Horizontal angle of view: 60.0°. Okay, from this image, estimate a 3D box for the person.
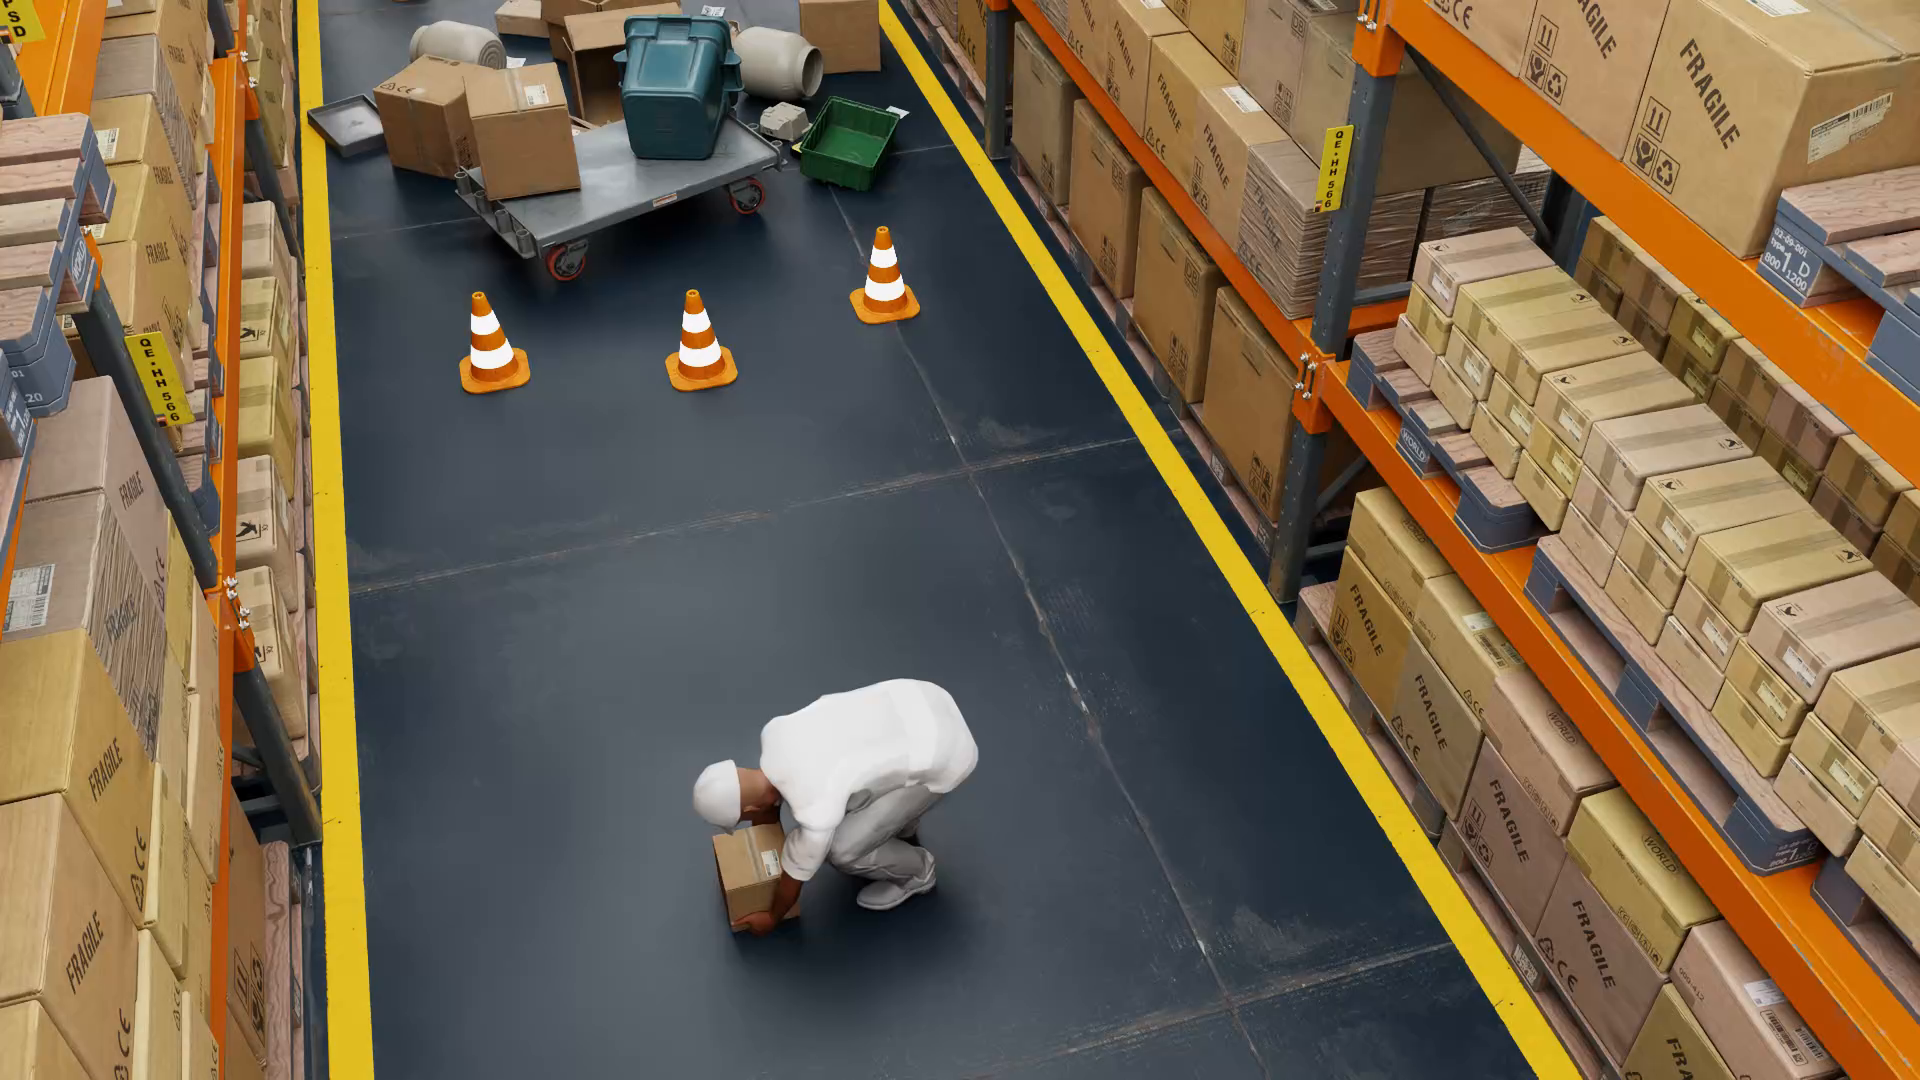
[{"bbox_3d":[-0.426,0.936,5.814,0.980,0.850,0.518,-13,44,-14],"label":"person"}]
